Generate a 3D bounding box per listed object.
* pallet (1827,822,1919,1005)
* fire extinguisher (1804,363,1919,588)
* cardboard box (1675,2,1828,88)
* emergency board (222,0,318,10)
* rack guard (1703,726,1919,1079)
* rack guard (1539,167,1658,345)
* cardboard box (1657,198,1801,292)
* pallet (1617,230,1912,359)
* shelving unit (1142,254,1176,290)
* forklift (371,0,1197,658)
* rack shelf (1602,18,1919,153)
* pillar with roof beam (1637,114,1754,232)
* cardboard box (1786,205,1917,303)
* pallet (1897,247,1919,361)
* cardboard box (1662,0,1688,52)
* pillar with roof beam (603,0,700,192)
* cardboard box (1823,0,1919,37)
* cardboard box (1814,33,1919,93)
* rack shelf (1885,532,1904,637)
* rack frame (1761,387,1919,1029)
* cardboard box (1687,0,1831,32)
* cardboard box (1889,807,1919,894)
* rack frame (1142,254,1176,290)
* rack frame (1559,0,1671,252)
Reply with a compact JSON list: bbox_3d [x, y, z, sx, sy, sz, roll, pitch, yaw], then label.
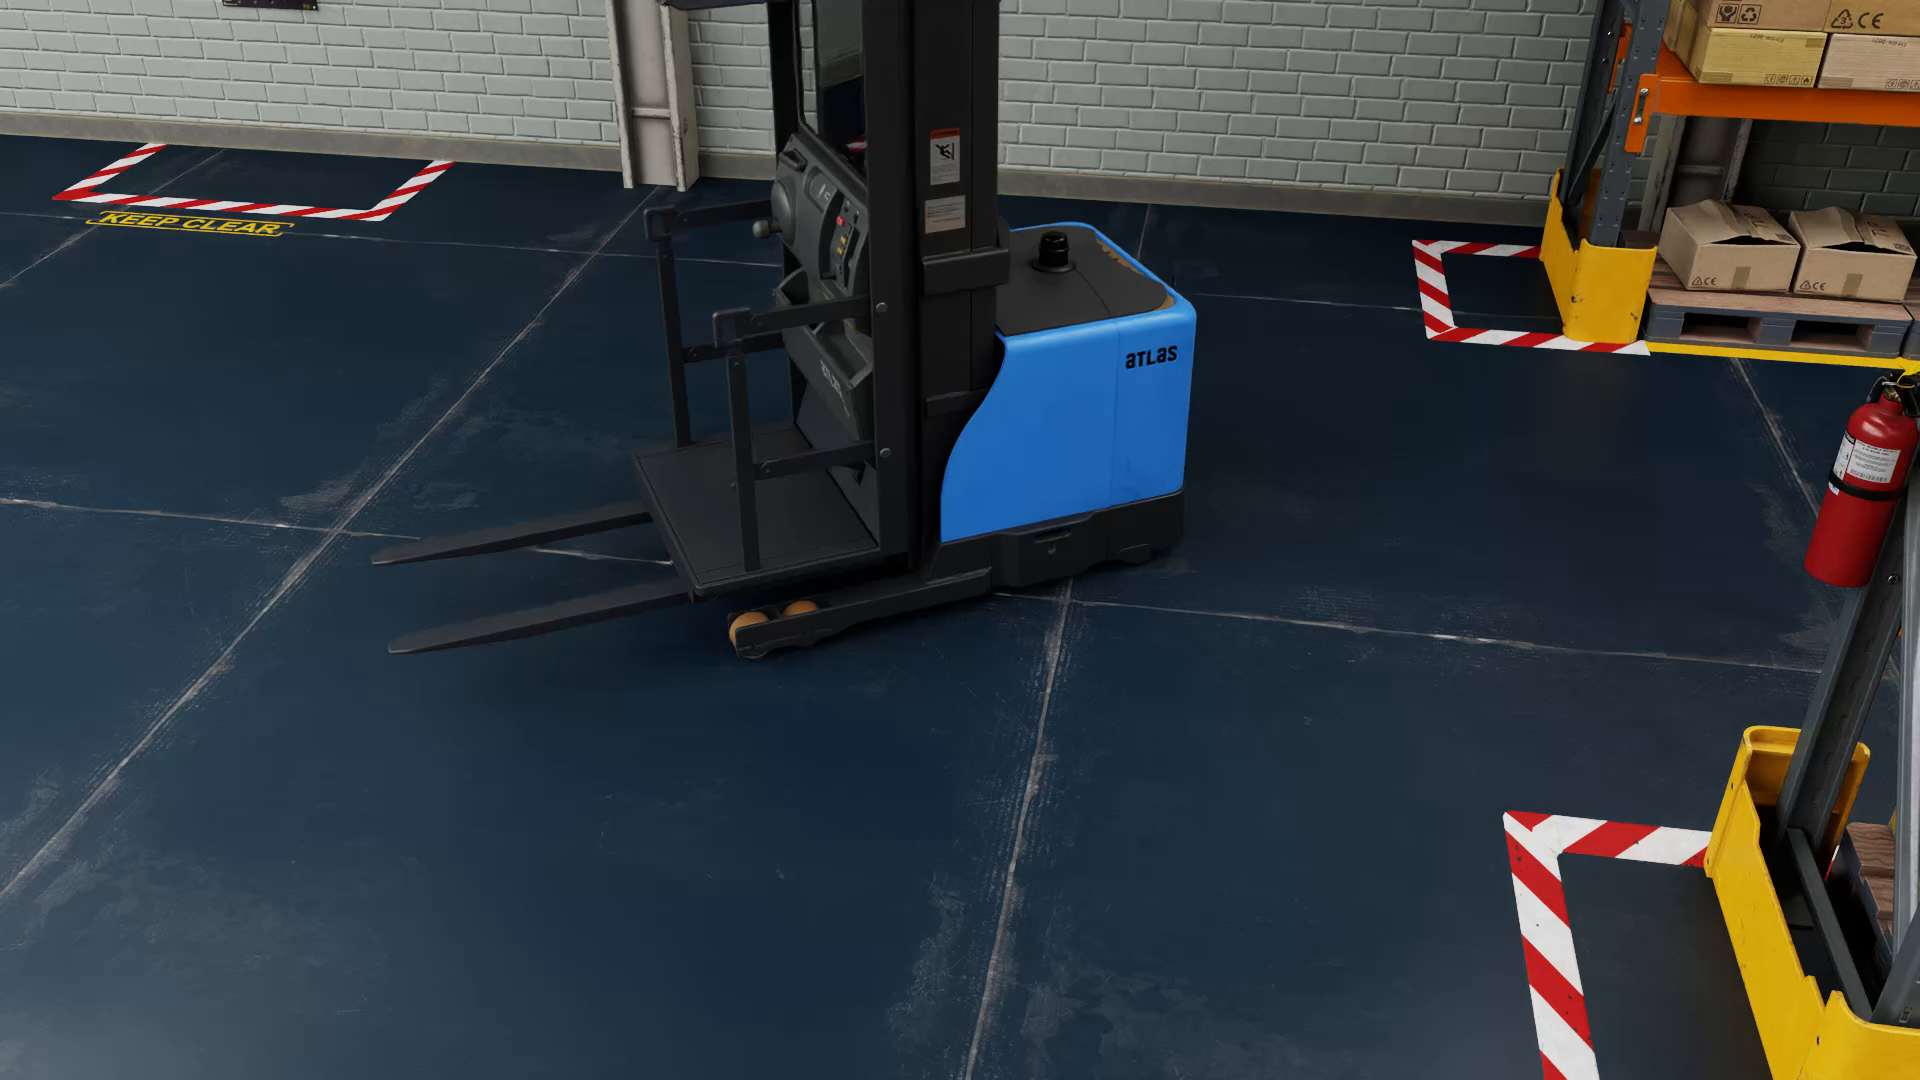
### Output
[{"bbox_3d":[3.169,1.249,4.556,1.213,0.211,1.003,5,32,8],"label":"pallet"},{"bbox_3d":[2.370,-0.200,4.315,0.183,0.674,0.296,5,32,8],"label":"fire extinguisher"},{"bbox_3d":[3.665,-2.306,7.729,0.500,0.250,0.500,4,32,7],"label":"cardboard box"},{"bbox_3d":[-4.271,-3.737,9.892,0.643,1.169,0.194,5,32,8],"label":"emergency board"},{"bbox_3d":[2.384,1.078,4.556,0.348,0.500,1.175,5,32,8],"label":"rack guard"},{"bbox_3d":[3.313,-1.504,8.682,0.348,0.500,1.175,5,32,8],"label":"rack guard"},{"bbox_3d":[3.905,-1.508,8.452,0.500,0.311,0.500,2,32,3],"label":"cardboard box"},{"bbox_3d":[4.108,-1.291,8.613,1.213,0.211,1.003,5,32,8],"label":"pallet"},{"bbox_3d":[0.732,-0.738,7.079,0.210,0.900,0.258,-15,35,-24],"label":"shelving unit"},{"bbox_3d":[-0.679,-1.130,5.793,3.031,2.935,1.130,-12,34,-19],"label":"forklift"},{"bbox_3d":[5.209,-2.087,7.935,4.000,0.370,1.077,5,32,8],"label":"rack shelf"},{"bbox_3d":[3.349,-3.252,3.464,0.400,9.000,9.100,5,32,8],"label":"pillar with roof beam"},{"bbox_3d":[4.467,-1.458,8.371,0.500,0.311,0.500,8,33,12],"label":"cardboard box"},{"bbox_3d":[5.307,-1.181,8.437,1.213,0.211,1.003,5,32,8],"label":"pallet"},{"bbox_3d":[3.731,-2.575,8.159,0.500,0.250,0.500,6,32,9],"label":"cardboard box"},{"bbox_3d":[-2.565,-3.787,4.319,0.400,9.000,9.100,5,32,8],"label":"pillar with roof beam"},{"bbox_3d":[4.143,-2.584,7.467,0.500,0.500,0.500,5,32,8],"label":"cardboard box"},{"bbox_3d":[4.180,-2.267,7.667,0.500,0.250,0.500,4,32,7],"label":"cardboard box"},{"bbox_3d":[4.380,0.504,3.795,4.000,0.370,1.077,5,32,8],"label":"rack shelf"},{"bbox_3d":[2.408,0.021,3.890,0.127,3.000,1.000,5,32,8],"label":"rack frame"},{"bbox_3d":[3.658,-2.633,7.546,0.500,0.500,0.500,5,32,8],"label":"cardboard box"},{"bbox_3d":[2.986,0.901,4.678,0.500,0.250,0.500,5,32,8],"label":"cardboard box"},{"bbox_3d":[0.822,-0.762,7.119,0.006,0.900,0.240,-15,35,-24],"label":"rack frame"},{"bbox_3d":[3.238,-2.570,8.029,0.127,3.000,1.000,5,32,8],"label":"rack frame"}]
